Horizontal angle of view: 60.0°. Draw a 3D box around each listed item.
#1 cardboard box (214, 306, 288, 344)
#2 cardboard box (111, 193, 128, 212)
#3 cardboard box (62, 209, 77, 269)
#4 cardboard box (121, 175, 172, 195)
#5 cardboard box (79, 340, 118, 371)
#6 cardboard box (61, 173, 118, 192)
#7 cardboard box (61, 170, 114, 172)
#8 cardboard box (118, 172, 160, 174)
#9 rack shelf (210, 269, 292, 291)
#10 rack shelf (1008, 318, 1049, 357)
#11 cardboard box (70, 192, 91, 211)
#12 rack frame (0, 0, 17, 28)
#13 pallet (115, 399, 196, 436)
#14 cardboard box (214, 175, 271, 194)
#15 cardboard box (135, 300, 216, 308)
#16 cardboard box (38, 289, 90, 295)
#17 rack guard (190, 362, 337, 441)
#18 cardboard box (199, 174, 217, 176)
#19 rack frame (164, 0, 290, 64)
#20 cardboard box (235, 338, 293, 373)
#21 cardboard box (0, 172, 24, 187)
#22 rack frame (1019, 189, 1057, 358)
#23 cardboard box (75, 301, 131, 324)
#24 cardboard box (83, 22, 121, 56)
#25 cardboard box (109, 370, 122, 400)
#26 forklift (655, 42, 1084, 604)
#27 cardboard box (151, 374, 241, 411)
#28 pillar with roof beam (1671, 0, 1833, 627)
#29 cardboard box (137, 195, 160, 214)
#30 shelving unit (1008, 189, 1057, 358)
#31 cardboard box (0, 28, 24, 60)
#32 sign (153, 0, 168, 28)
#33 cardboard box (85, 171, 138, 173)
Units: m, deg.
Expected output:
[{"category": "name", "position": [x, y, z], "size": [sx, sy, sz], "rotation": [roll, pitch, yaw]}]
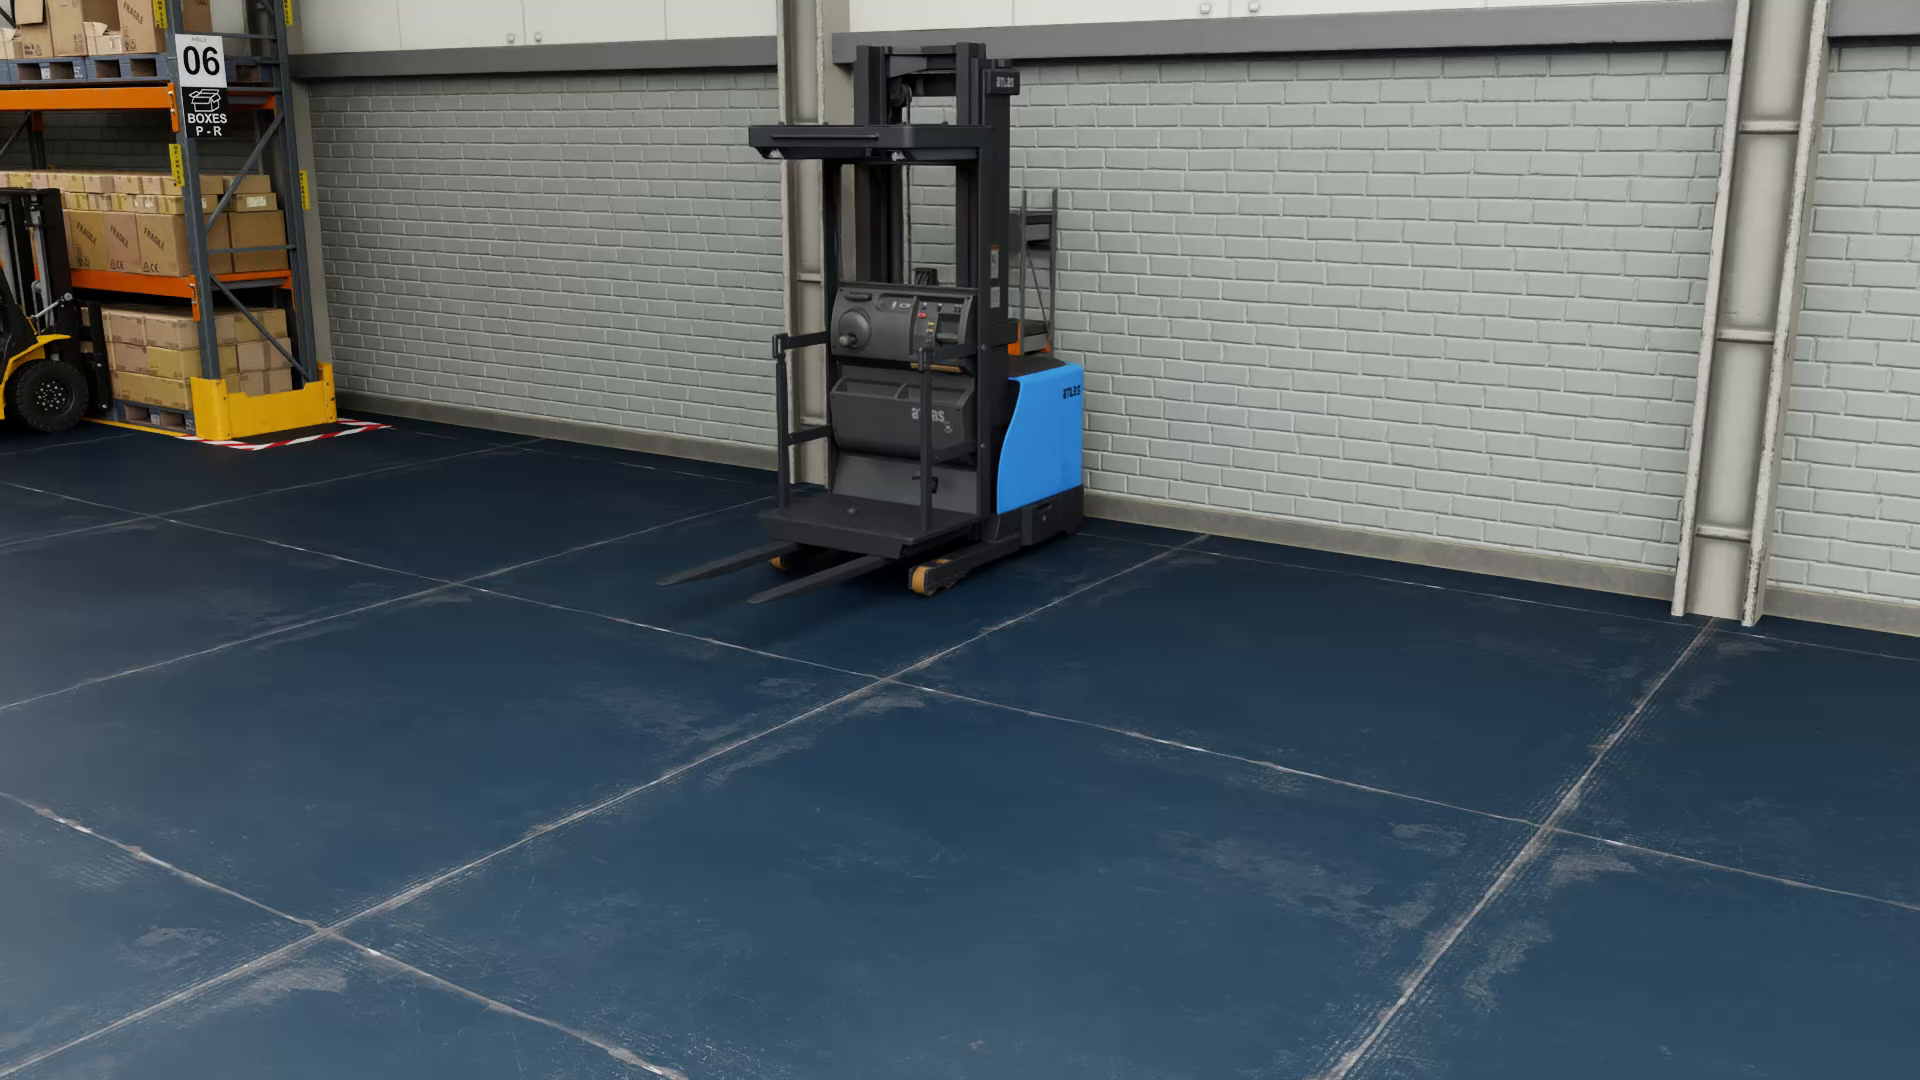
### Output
[{"category": "cardboard box", "position": [-6.190, -1.861, 14.366], "size": [0.500, 0.250, 0.500], "rotation": [9, 16, 32]}, {"category": "cardboard box", "position": [-6.950, -2.869, 14.113], "size": [0.250, 0.149, 0.380], "rotation": [9, 17, 32]}, {"category": "cardboard box", "position": [-7.725, -2.672, 14.666], "size": [0.500, 0.500, 0.500], "rotation": [9, 17, 33]}, {"category": "cardboard box", "position": [-6.765, -2.975, 13.920], "size": [0.250, 0.149, 0.380], "rotation": [10, 17, 34]}, {"category": "cardboard box", "position": [-7.325, -1.653, 14.568], "size": [0.500, 0.250, 0.500], "rotation": [9, 16, 32]}, {"category": "cardboard box", "position": [-7.587, -3.123, 14.518], "size": [0.250, 0.149, 0.380], "rotation": [9, 17, 34]}, {"category": "cardboard box", "position": [-8.127, -3.370, 15.518], "size": [0.250, 0.149, 0.380], "rotation": [9, 16, 32]}, {"category": "cardboard box", "position": [-7.323, -3.213, 14.882], "size": [0.250, 0.149, 0.380], "rotation": [9, 17, 33]}, {"category": "rack shelf", "position": [-7.556, -2.418, 14.940], "size": [3.809, 0.124, 0.919], "rotation": [9, 17, 33]}, {"category": "rack shelf", "position": [0.290, -1.200, 10.818], "size": [0.480, 0.518, 0.431], "rotation": [10, 16, 33]}, {"category": "cardboard box", "position": [-7.419, -2.925, 14.341], "size": [0.250, 0.149, 0.380], "rotation": [9, 17, 33]}, {"category": "rack frame", "position": [-9.215, -5.853, 15.239], "size": [0.127, 3.000, 1.000], "rotation": [9, 17, 33]}, {"category": "pallet", "position": [-6.554, -1.145, 14.509], "size": [1.213, 0.211, 1.003], "rotation": [9, 17, 33]}, {"category": "cardboard box", "position": [-6.056, -3.000, 14.021], "size": [0.250, 0.149, 0.380], "rotation": [9, 16, 32]}, {"category": "cardboard box", "position": [-7.015, -1.996, 14.913], "size": [0.500, 0.250, 0.500], "rotation": [9, 17, 32]}, {"category": "cardboard box", "position": [-8.699, -2.268, 16.009], "size": [0.500, 0.250, 0.500], "rotation": [10, 17, 34]}, {"category": "rack guard", "position": [-5.876, -1.188, 14.080], "size": [0.348, 0.500, 1.175], "rotation": [9, 17, 33]}, {"category": "cardboard box", "position": [-6.481, -3.074, 14.322], "size": [0.250, 0.149, 0.380], "rotation": [10, 17, 34]}, {"category": "rack frame", "position": [-5.896, -5.316, 13.072], "size": [0.127, 3.000, 1.000], "rotation": [9, 17, 33]}, {"category": "cardboard box", "position": [-6.171, -1.621, 14.435], "size": [0.500, 0.250, 0.500], "rotation": [10, 17, 34]}, {"category": "cardboard box", "position": [-8.476, -3.242, 15.001], "size": [0.250, 0.149, 0.380], "rotation": [10, 17, 34]}, {"category": "rack frame", "position": [0.492, -1.179, 10.681], "size": [0.015, 2.100, 0.400], "rotation": [10, 16, 33]}, {"category": "cardboard box", "position": [-7.720, -1.961, 14.769], "size": [0.500, 0.250, 0.500], "rotation": [9, 16, 32]}, {"category": "cardboard box", "position": [-6.964, -4.132, 13.728], "size": [0.258, 0.266, 0.396], "rotation": [9, 17, 33]}, {"category": "cardboard box", "position": [-7.280, -1.411, 14.628], "size": [0.500, 0.250, 0.500], "rotation": [9, 17, 33]}, {"category": "forklift", "position": [-0.451, -1.245, 9.255], "size": [1.130, 2.935, 3.031], "rotation": [9, 16, 32]}, {"category": "cardboard box", "position": [-6.463, -1.273, 14.073], "size": [0.500, 0.250, 0.500], "rotation": [9, 17, 33]}, {"category": "pillar with roof beam", "position": [1.584, -3.122, 4.207], "size": [0.400, 9.000, 9.100], "rotation": [9, 17, 33]}, {"category": "cardboard box", "position": [-6.569, -2.787, 13.780], "size": [0.250, 0.149, 0.380], "rotation": [9, 17, 34]}, {"category": "shelving unit", "position": [0.291, -1.213, 10.814], "size": [0.503, 2.100, 0.431], "rotation": [10, 16, 33]}, {"category": "cardboard box", "position": [-8.153, -4.324, 14.505], "size": [0.258, 0.266, 0.396], "rotation": [9, 16, 31]}, {"category": "sign", "position": [-6.211, -4.145, 12.906], "size": [0.005, 0.325, 0.100], "rotation": [9, 17, 33]}, {"category": "cardboard box", "position": [-7.737, -3.288, 15.185], "size": [0.250, 0.149, 0.380], "rotation": [9, 16, 32]}]
